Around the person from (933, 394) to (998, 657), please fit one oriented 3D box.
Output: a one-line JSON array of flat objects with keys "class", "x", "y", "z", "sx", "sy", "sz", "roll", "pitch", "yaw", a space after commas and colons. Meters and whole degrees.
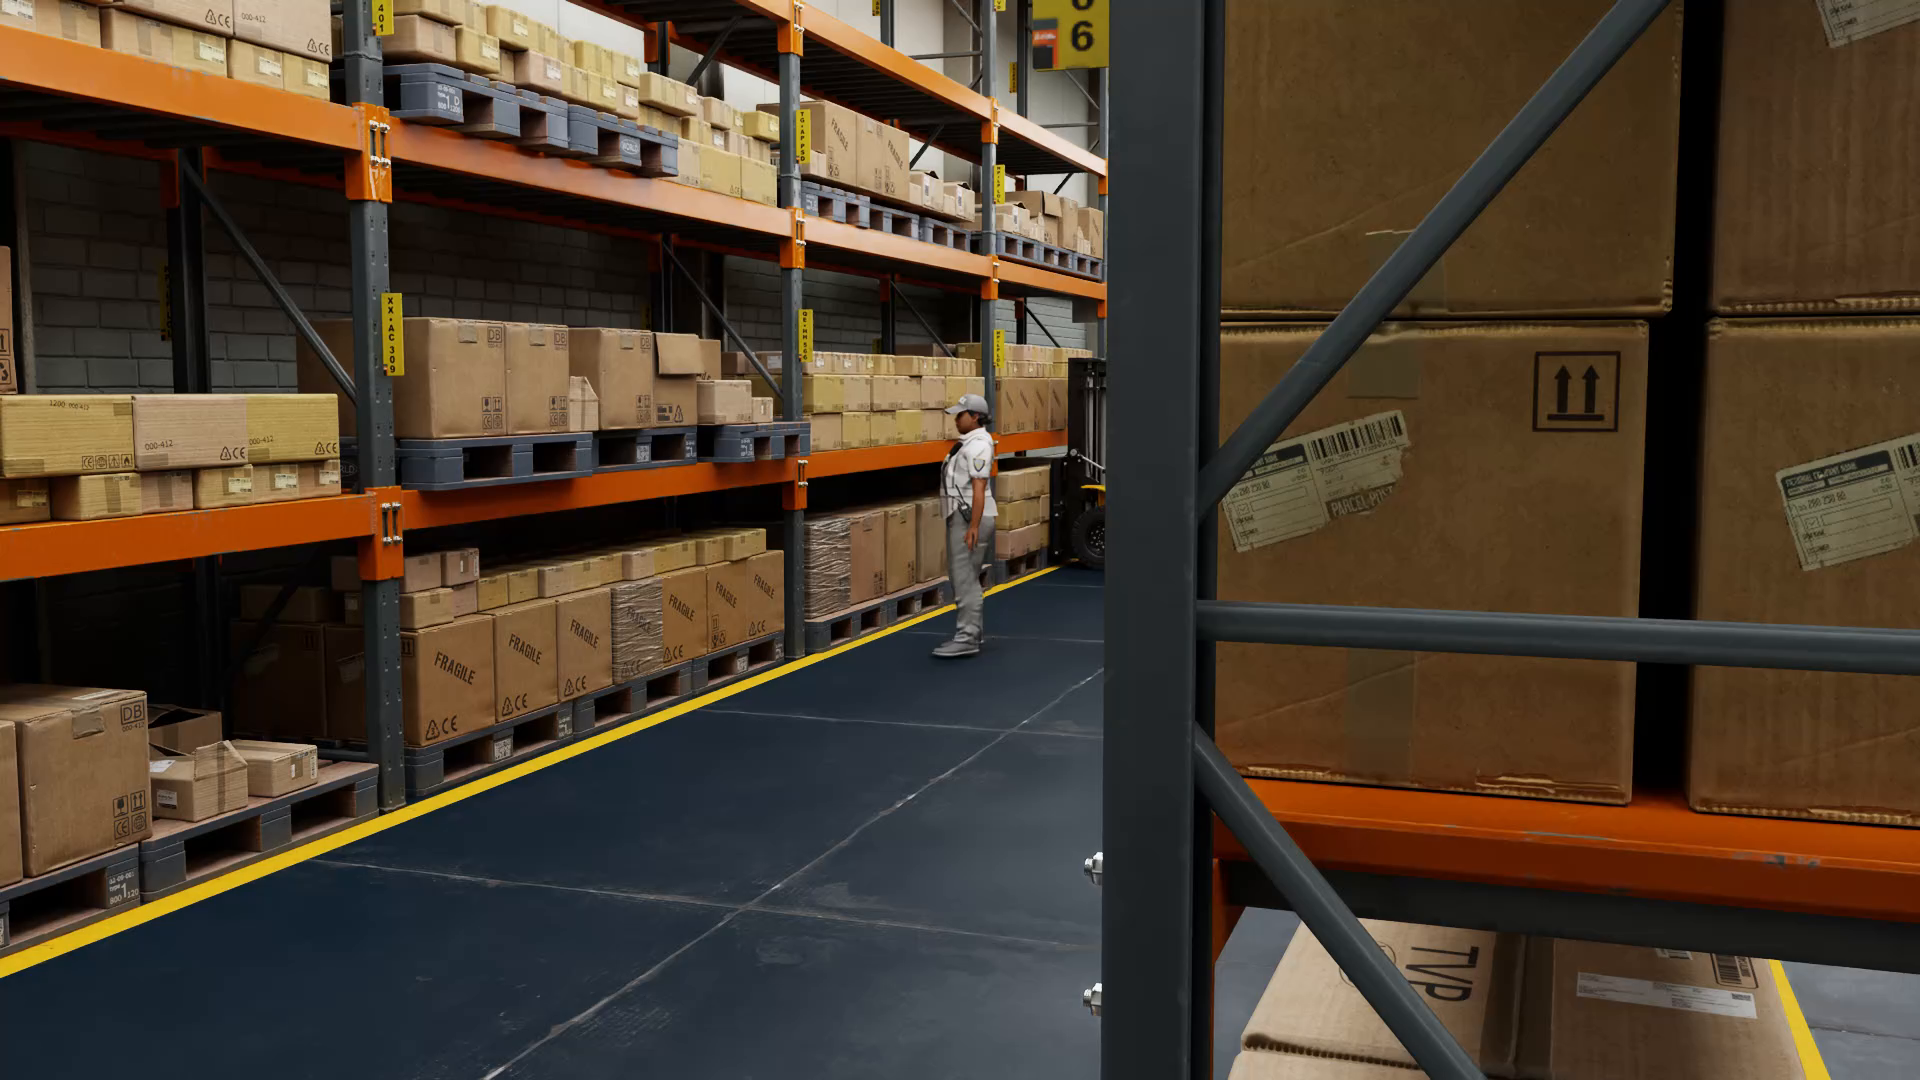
[{"class": "person", "x": 0.027, "y": -0.093, "z": 10.702, "sx": 0.428, "sy": 1.689, "sz": 0.513, "roll": -1, "pitch": 5, "yaw": -6}]
